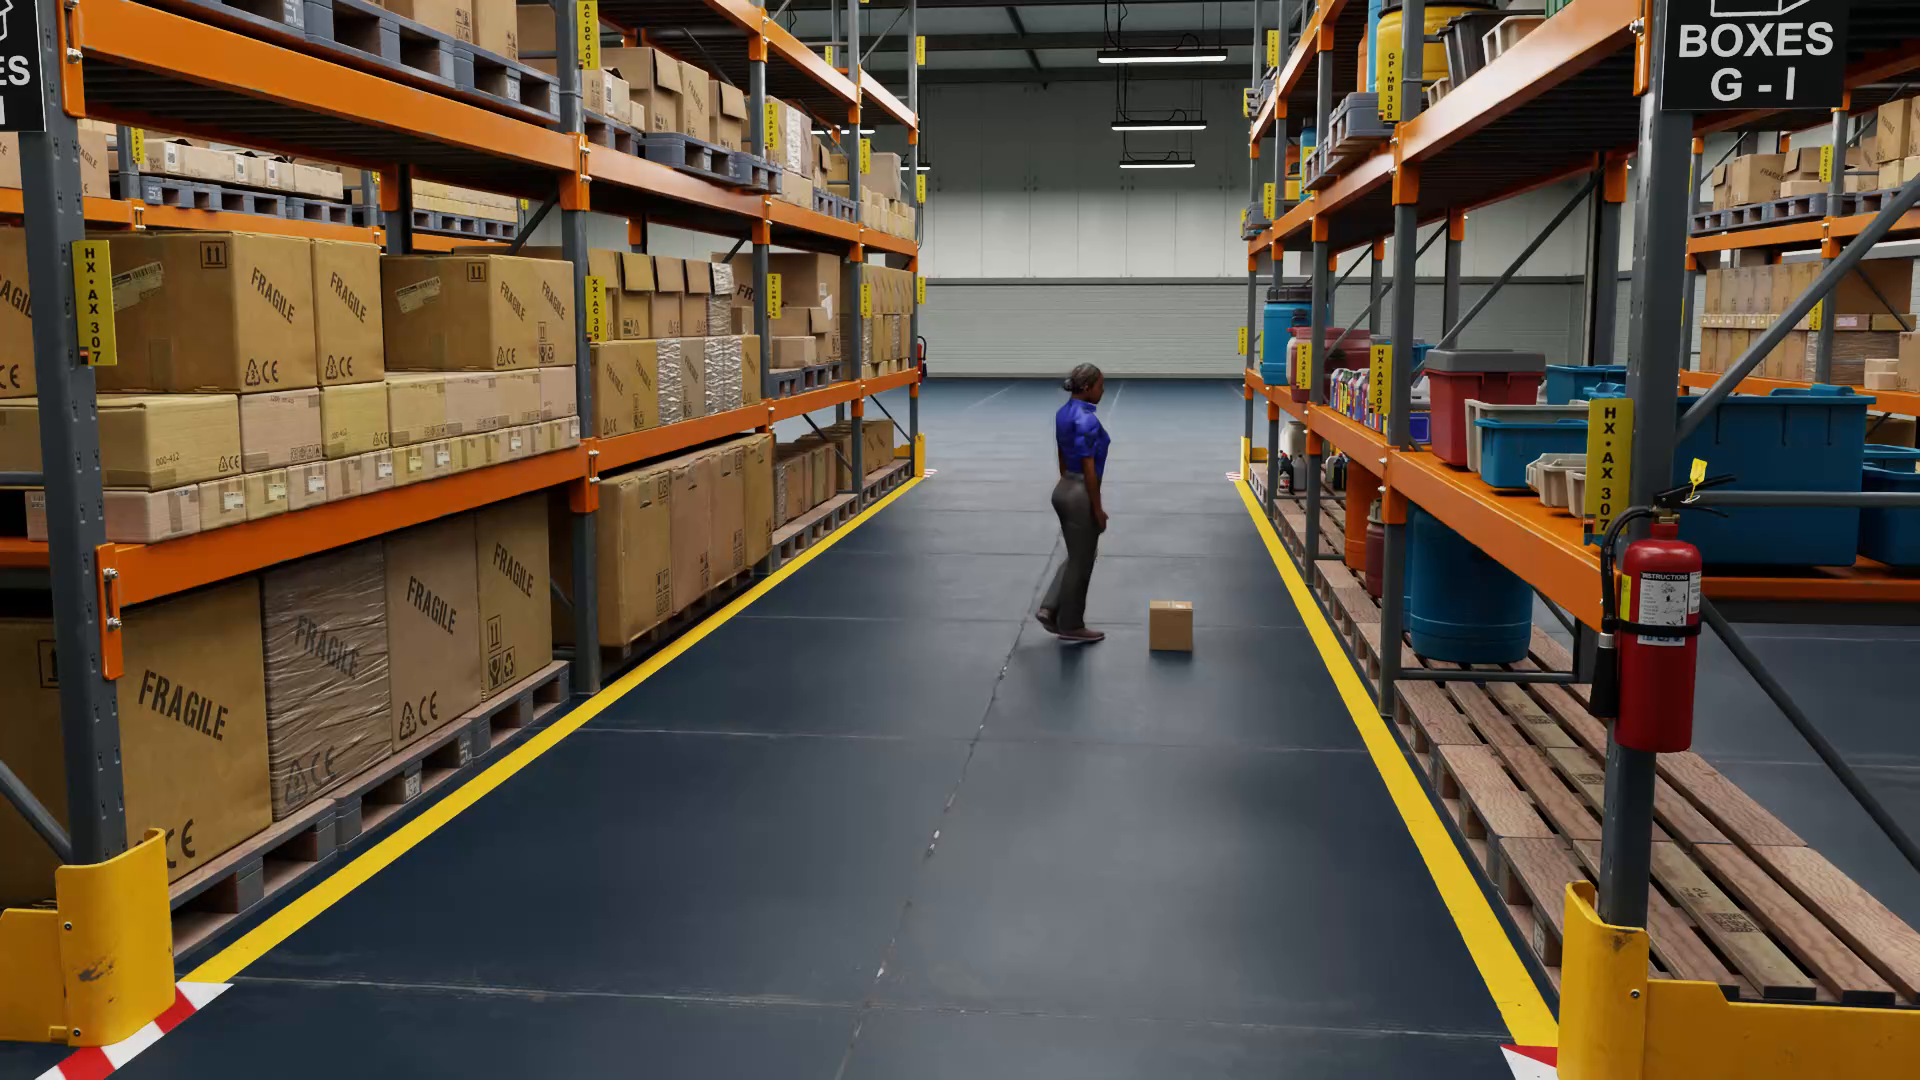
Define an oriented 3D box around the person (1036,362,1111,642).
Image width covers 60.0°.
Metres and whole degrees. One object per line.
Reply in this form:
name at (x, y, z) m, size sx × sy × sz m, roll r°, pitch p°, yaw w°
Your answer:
person at (0.674, -0.215, 9.807) m, size 0.409 × 1.660 × 0.482 m, roll -2°, pitch 8°, yaw -15°
